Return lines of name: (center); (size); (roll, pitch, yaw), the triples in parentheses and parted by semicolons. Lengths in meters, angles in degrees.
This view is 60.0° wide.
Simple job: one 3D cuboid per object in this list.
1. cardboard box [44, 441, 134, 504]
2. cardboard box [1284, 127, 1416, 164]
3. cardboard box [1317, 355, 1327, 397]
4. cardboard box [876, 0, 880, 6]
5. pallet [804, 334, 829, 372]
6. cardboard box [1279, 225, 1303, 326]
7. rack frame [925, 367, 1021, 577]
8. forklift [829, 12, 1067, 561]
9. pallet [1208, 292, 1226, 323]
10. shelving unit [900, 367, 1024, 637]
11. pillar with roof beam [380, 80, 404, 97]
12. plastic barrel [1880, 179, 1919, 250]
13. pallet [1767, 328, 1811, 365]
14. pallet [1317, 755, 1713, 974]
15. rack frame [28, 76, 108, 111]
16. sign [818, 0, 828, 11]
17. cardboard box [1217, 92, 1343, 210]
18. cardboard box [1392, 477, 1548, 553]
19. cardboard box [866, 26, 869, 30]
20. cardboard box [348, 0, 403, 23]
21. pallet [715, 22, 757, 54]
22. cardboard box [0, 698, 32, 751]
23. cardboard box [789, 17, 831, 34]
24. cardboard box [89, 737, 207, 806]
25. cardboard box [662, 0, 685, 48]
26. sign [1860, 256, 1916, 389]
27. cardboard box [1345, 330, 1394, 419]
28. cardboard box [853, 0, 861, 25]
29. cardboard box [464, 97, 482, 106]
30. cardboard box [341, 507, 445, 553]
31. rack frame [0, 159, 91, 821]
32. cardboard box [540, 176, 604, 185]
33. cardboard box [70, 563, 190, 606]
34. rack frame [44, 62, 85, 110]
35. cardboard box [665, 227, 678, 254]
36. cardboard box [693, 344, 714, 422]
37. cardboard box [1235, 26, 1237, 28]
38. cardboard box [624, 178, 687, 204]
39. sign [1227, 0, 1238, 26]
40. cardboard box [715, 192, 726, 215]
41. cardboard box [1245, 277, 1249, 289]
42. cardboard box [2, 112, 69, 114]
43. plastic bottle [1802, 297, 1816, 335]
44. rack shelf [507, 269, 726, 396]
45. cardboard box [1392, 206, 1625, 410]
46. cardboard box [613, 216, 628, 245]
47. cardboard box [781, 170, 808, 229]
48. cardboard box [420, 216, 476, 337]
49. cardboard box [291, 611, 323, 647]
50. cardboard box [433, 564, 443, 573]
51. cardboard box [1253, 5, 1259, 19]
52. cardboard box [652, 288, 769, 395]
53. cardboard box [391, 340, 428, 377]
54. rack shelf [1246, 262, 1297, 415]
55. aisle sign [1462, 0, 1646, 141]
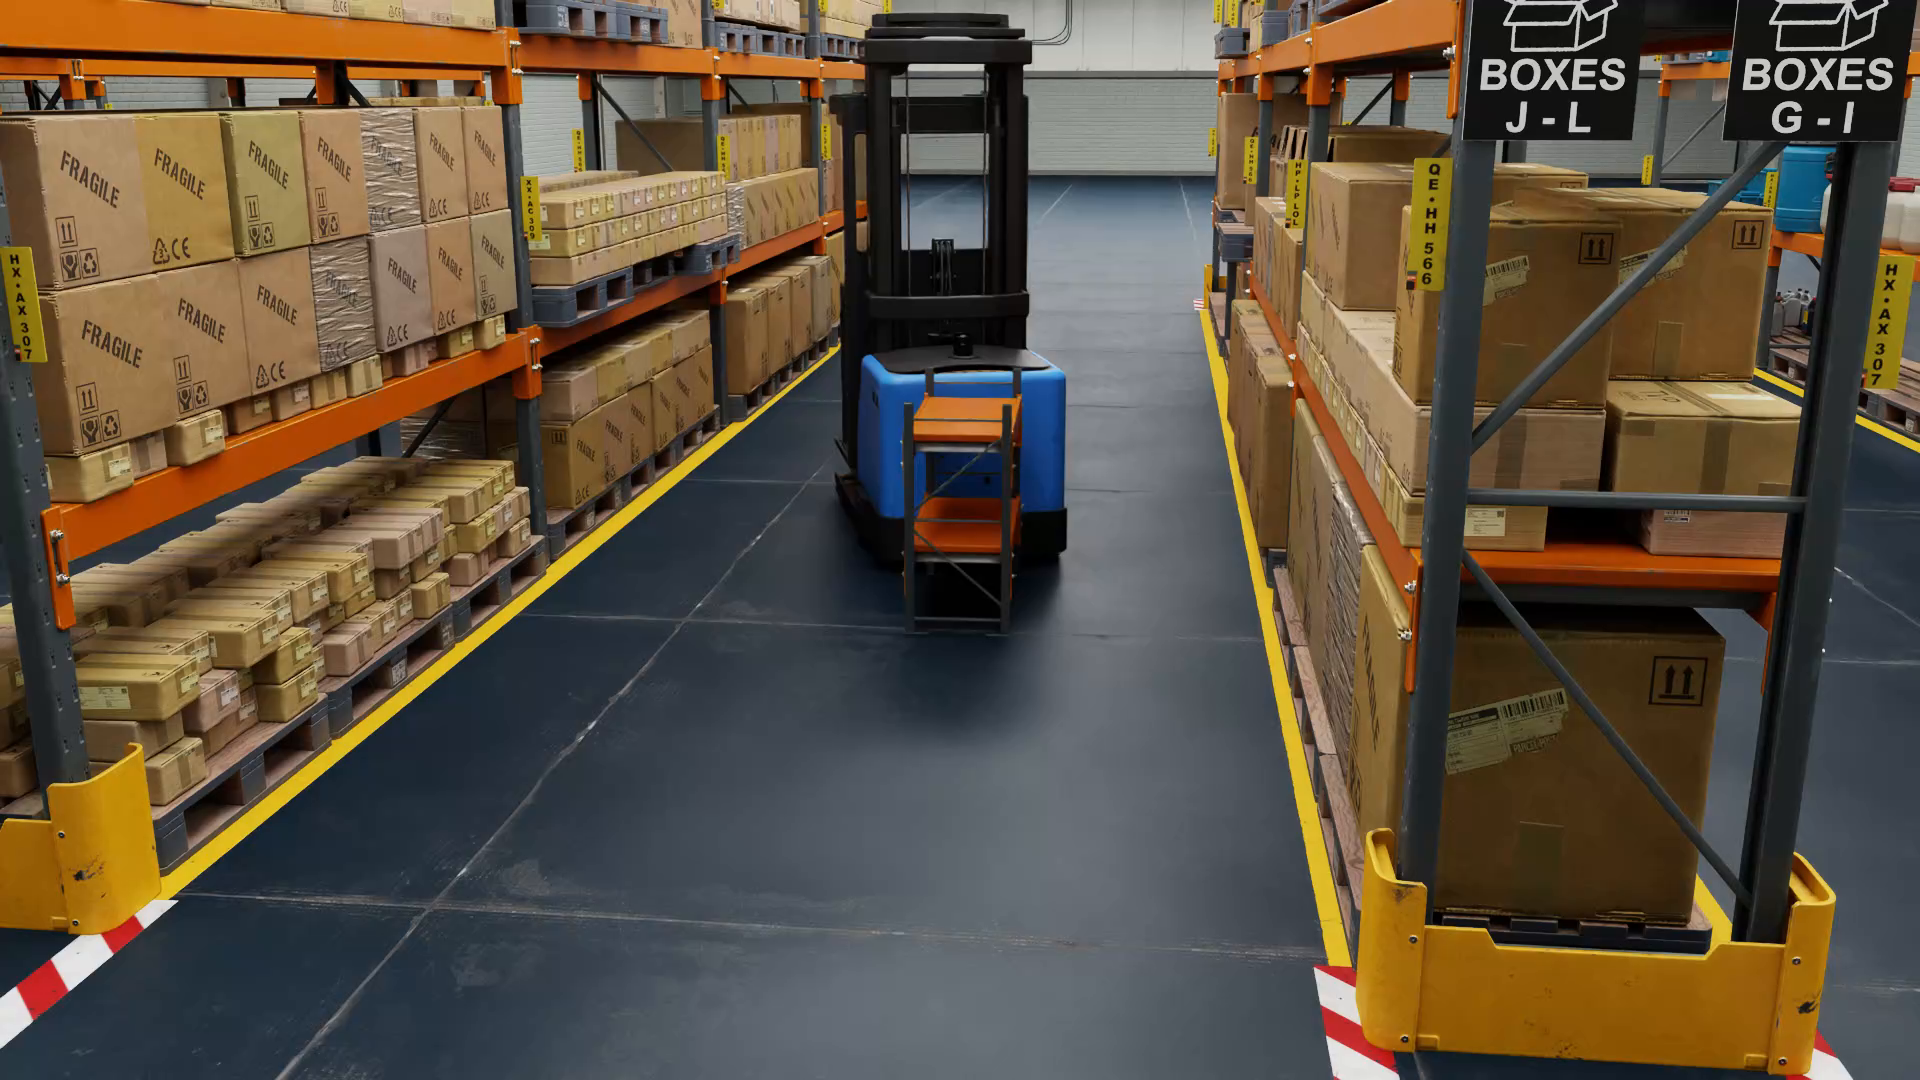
cardboard box: (-2.842, -0.219, 5.206); (0.380, 0.149, 0.250); (2, 15, 6)
cardboard box: (2.441, -2.343, 10.466); (0.797, 0.503, 0.637); (2, 15, 8)
cardboard box: (1.685, -0.672, 6.881); (0.380, 0.149, 0.250); (1, 15, 5)
cardboard box: (-1.129, -6.216, 19.115); (0.380, 0.149, 0.250); (2, 15, 7)
pallet: (-1.862, -1.830, 16.024); (1.003, 0.211, 1.213); (2, 15, 6)
cardboard box: (2.008, -1.437, 9.037); (0.500, 0.500, 0.500); (2, 15, 8)
rack frame: (0.069, -0.351, 8.806); (0.500, 1.125, 0.032); (1, 15, 4)
forklift: (-0.190, -1.639, 10.110); (1.130, 2.935, 3.031); (-3, 15, -10)
pallet: (3.383, -2.668, 19.124); (1.003, 0.211, 1.213); (2, 15, 6)
shelving unit: (0.029, -0.219, 8.317); (0.538, 1.125, 1.048); (1, 15, 4)
pillar with roof beam: (-6.604, -10.408, 30.913); (9.100, 9.000, 0.400); (2, 15, 6)
plastic barrel: (7.531, -2.581, 13.202); (0.433, 0.535, 0.433); (0, 15, 0)
pallet: (8.105, -1.887, 16.235); (1.003, 0.211, 1.213); (2, 15, 6)
pallet: (1.725, 1.043, 5.401); (1.003, 0.211, 1.213); (2, 15, 6)
rack frame: (-11.261, -4.680, 21.225); (1.000, 3.000, 0.127); (2, 15, 6)
sign: (-1.310, -5.214, 15.859); (0.100, 0.325, 0.005); (2, 15, 6)
cardboard box: (2.838, -3.496, 14.891); (1.000, 1.000, 1.000); (2, 15, 7)
cardboard box: (1.426, -0.074, 4.671); (0.380, 0.149, 0.250); (2, 15, 7)
cardboard box: (-1.214, -5.633, 18.486); (0.380, 0.149, 0.250); (1, 15, 5)
cardboard box: (-2.665, -2.283, 6.898); (0.500, 0.250, 0.500); (2, 15, 6)
pallet: (-2.282, -3.866, 12.828); (1.213, 0.211, 1.003); (2, 15, 9)
cardboard box: (-3.428, 0.619, 5.714); (0.380, 0.149, 0.250); (1, 15, 5)
cardboard box: (-1.471, -5.040, 16.294); (0.380, 0.149, 0.250); (1, 15, 5)
cardboard box: (-2.827, 0.781, 5.683); (0.380, 0.149, 0.250); (2, 15, 7)
cardboard box: (-2.157, -3.551, 11.111); (0.500, 0.500, 0.500); (2, 15, 6)
sign: (2.263, -0.532, 4.072); (0.100, 0.325, 0.005); (2, 15, 6)
cardboard box: (1.619, -0.562, 5.710); (0.500, 0.250, 0.500); (1, 15, 4)
cardboard box: (-1.349, -5.660, 17.822); (0.500, 0.250, 0.500); (2, 15, 7)
cardboard box: (-6.169, -5.071, 19.991); (0.700, 0.500, 0.500); (1, 15, 5)
cardboard box: (-2.590, -0.047, 7.606); (0.380, 0.149, 0.250); (1, 15, 4)
rack frame: (-3.204, -0.266, 4.898); (1.000, 3.000, 0.127); (2, 15, 6)
cardboard box: (-2.636, -2.393, 11.303); (0.380, 0.149, 0.250); (1, 15, 4)
cardboard box: (-3.341, 0.205, 6.676); (0.380, 0.149, 0.250); (2, 15, 8)
rack frame: (-7.231, -2.460, 13.014); (1.000, 3.000, 0.127); (2, 15, 6)
cardboard box: (-2.050, -1.948, 10.797); (0.380, 0.149, 0.250); (2, 15, 8)
cardboard box: (-2.116, -1.158, 12.184); (0.500, 0.500, 0.500); (2, 15, 6)
cardboard box: (2.880, -5.001, 16.187); (0.380, 0.149, 0.250); (1, 15, 3)
cardboard box: (-2.021, -2.304, 10.973); (0.380, 0.149, 0.250); (2, 15, 6)
sign: (2.527, -4.917, 15.364); (0.100, 0.325, 0.005); (2, 15, 6)
cardboard box: (-1.905, -2.424, 11.987); (0.380, 0.149, 0.250); (2, 15, 7)
cardboard box: (3.209, -2.453, 16.972); (0.500, 0.500, 0.500); (7, 17, 24)
cardboard box: (-3.343, -1.198, 5.668); (0.500, 0.500, 0.500); (1, 15, 4)
plastic bottle: (8.348, -2.195, 16.265); (0.144, 0.351, 0.185); (2, 15, 6)
rack shelf: (-2.527, -1.475, 10.747); (1.077, 0.370, 4.000); (2, 15, 6)
cardboard box: (1.507, -0.661, 4.640); (0.500, 0.500, 0.500); (2, 15, 7)
cardboard box: (-2.167, -1.819, 9.748); (0.380, 0.149, 0.250); (1, 15, 4)
cardboard box: (-1.700, -3.152, 15.381); (0.500, 0.500, 0.500); (2, 15, 6)
cardboard box: (-2.586, -1.227, 7.691); (0.500, 0.500, 0.500); (1, 15, 5)
cardboard box: (-2.791, 0.365, 6.652); (0.380, 0.149, 0.250); (1, 15, 4)
cardboard box: (-2.687, 0.182, 7.899); (0.380, 0.149, 0.250); (1, 15, 5)
cardboard box: (2.468, -4.170, 12.443); (0.500, 0.500, 0.500); (2, 15, 6)
cardboard box: (-2.143, -1.613, 13.385); (1.050, 0.750, 0.750); (1, 15, 5)
cardboard box: (-2.617, -0.826, 7.451); (0.380, 0.149, 0.250); (1, 15, 4)
rack shelf: (2.390, -1.302, 10.110); (1.077, 0.370, 4.000); (2, 15, 6)
aisle sign: (1.406, -1.339, 3.886); (0.394, 0.787, 0.004); (2, 15, 6)
